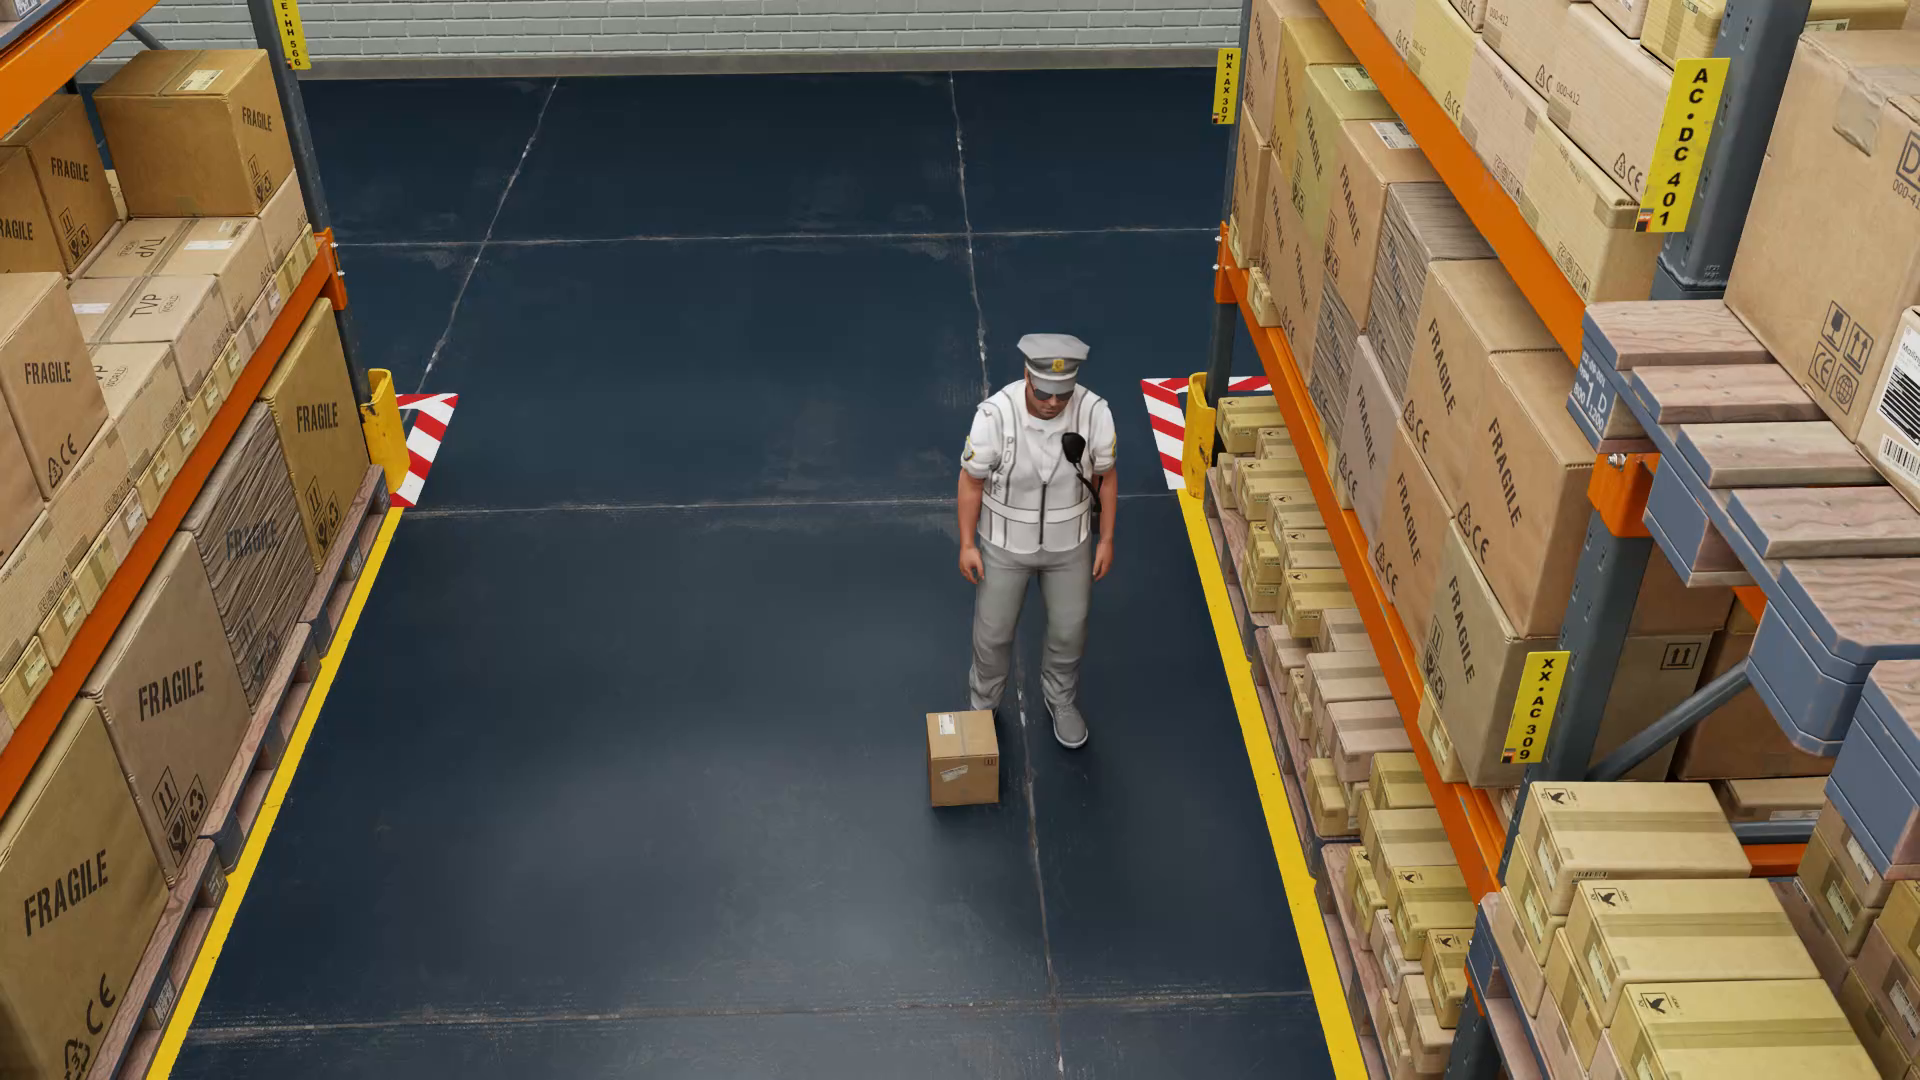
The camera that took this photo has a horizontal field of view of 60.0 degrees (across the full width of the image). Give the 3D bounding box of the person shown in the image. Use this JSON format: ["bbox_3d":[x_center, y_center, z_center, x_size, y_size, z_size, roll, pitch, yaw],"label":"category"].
[{"bbox_3d":[0.283,-0.003,6.143,0.587,1.748,0.435,-2,35,-3],"label":"person"}]
